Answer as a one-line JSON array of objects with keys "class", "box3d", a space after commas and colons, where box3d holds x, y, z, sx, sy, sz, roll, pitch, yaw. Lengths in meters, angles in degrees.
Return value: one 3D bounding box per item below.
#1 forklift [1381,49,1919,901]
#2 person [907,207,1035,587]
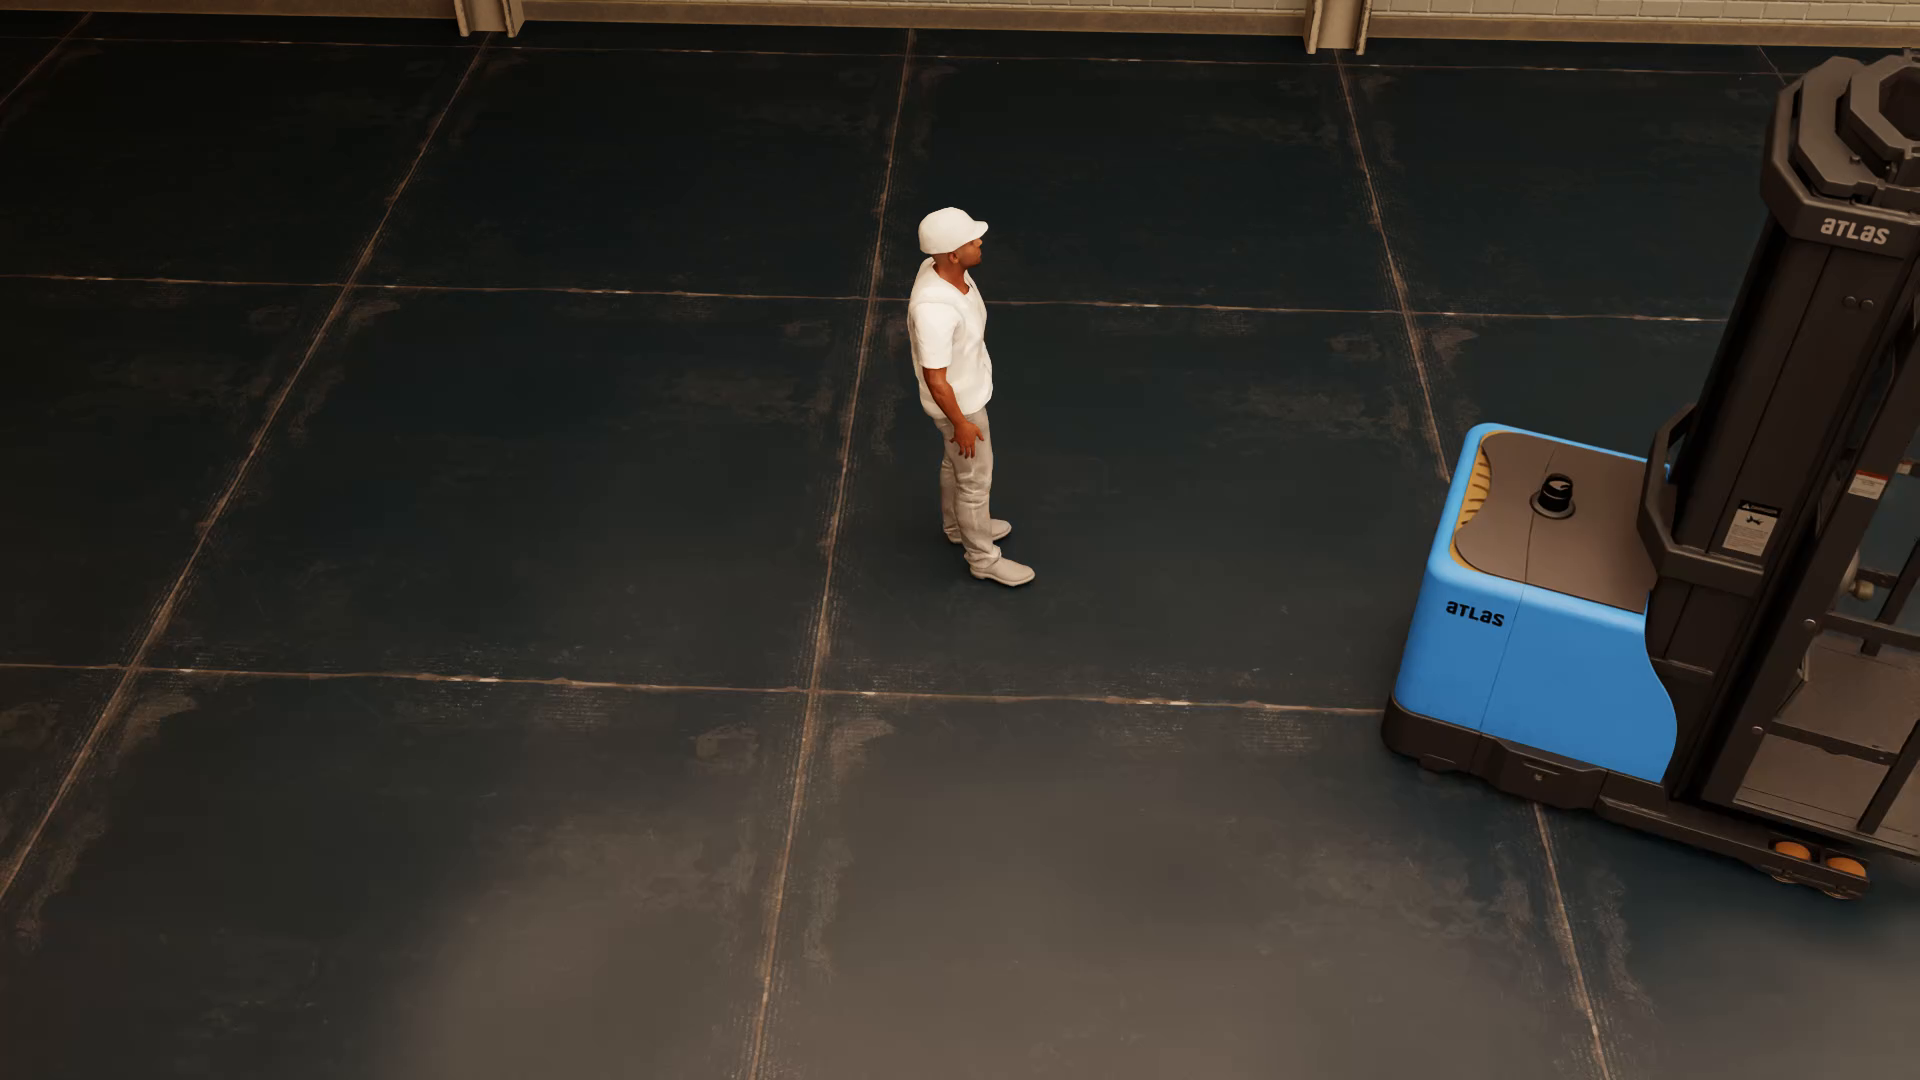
[{"class": "forklift", "box3d": [3.319, -0.111, 5.864, 3.031, 2.935, 1.130, 16, 45, 16]}, {"class": "person", "box3d": [0.069, -0.651, 7.309, 0.577, 1.765, 0.665, 2, 42, 2]}]
